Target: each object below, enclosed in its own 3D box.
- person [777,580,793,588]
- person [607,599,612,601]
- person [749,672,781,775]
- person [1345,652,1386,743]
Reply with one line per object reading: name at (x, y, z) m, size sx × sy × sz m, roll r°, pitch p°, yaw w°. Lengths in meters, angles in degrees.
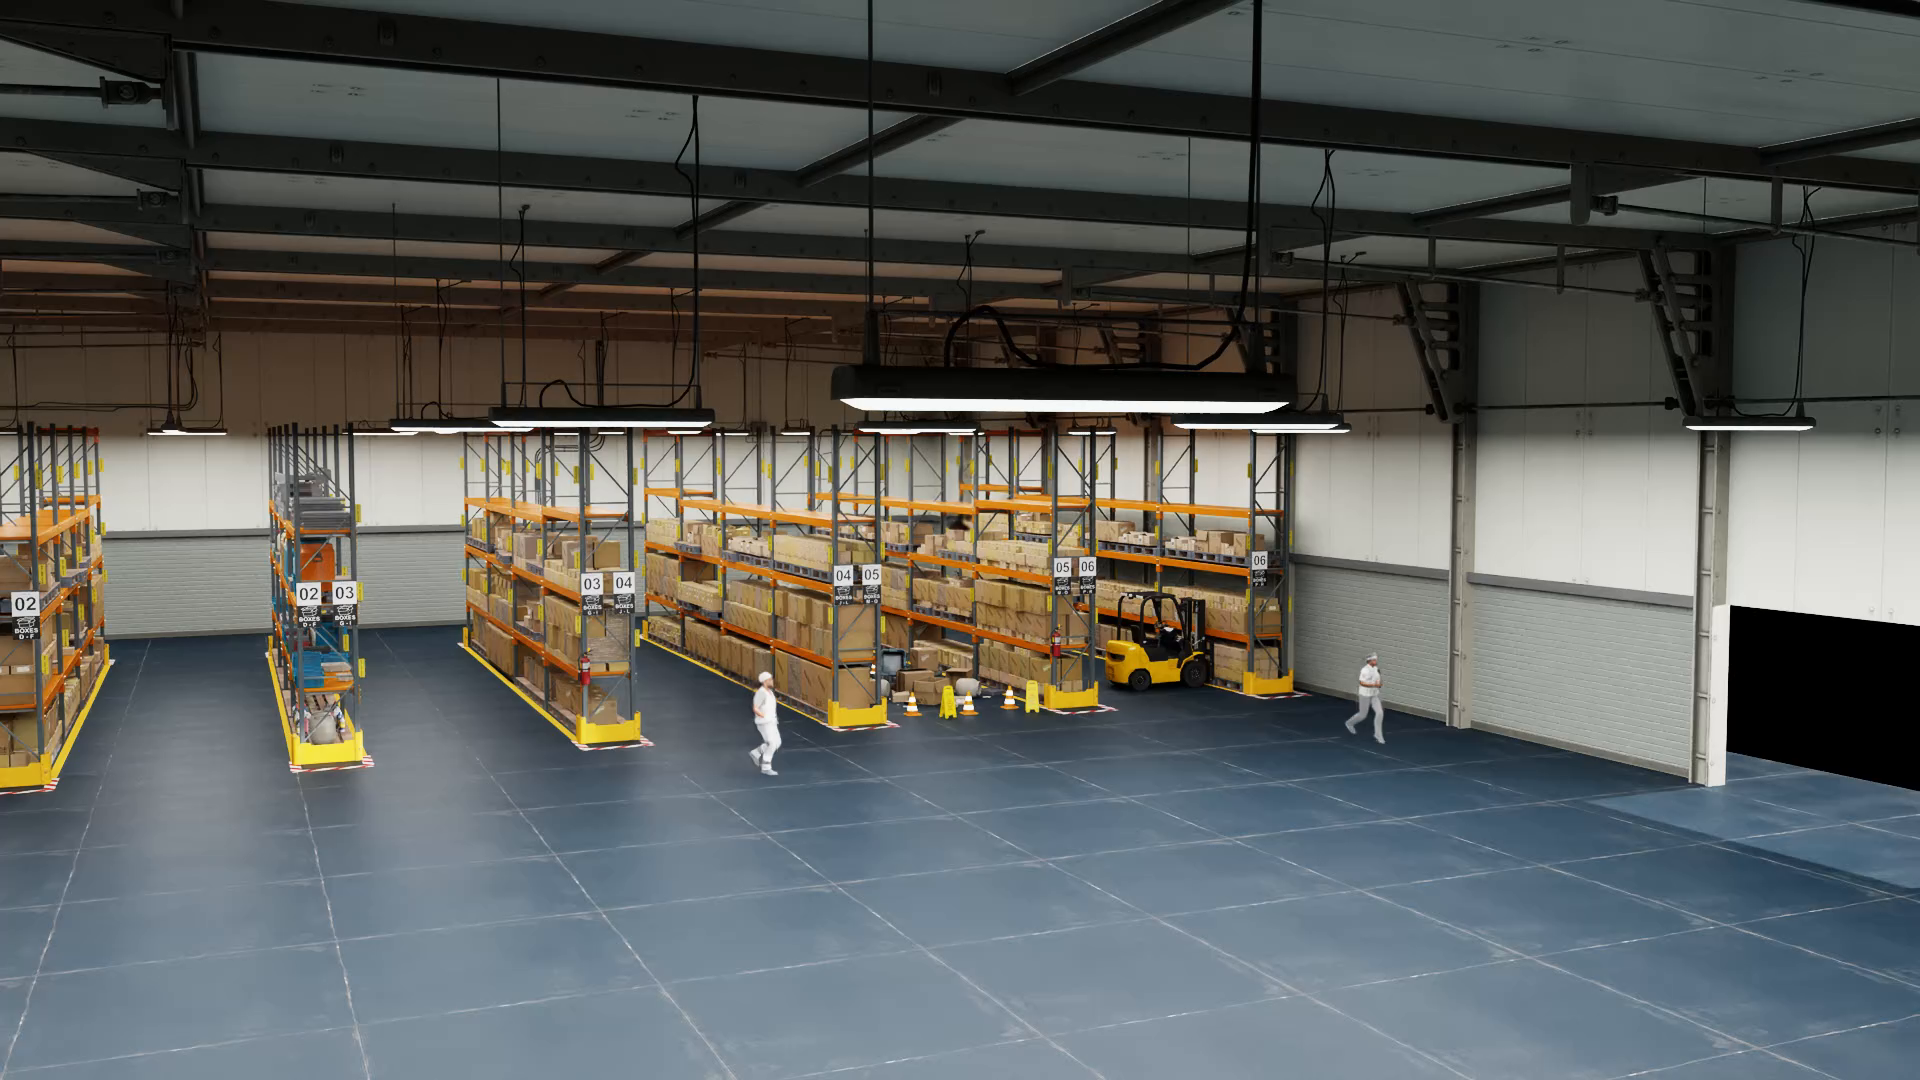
person at (-5.452, 1.734, 50.688) m, size 0.953 × 1.824 × 0.654 m, roll -2°, pitch 4°, yaw -30°
person at (-9.501, 2.111, 44.168) m, size 0.659 × 1.772 × 0.990 m, roll -2°, pitch 4°, yaw -29°
person at (-3.355, 3.122, 28.336) m, size 0.592 × 1.756 × 0.680 m, roll 1°, pitch 4°, yaw 15°
person at (7.719, 2.976, 31.565) m, size 0.593 × 1.738 × 0.913 m, roll -3°, pitch 4°, yaw -38°
